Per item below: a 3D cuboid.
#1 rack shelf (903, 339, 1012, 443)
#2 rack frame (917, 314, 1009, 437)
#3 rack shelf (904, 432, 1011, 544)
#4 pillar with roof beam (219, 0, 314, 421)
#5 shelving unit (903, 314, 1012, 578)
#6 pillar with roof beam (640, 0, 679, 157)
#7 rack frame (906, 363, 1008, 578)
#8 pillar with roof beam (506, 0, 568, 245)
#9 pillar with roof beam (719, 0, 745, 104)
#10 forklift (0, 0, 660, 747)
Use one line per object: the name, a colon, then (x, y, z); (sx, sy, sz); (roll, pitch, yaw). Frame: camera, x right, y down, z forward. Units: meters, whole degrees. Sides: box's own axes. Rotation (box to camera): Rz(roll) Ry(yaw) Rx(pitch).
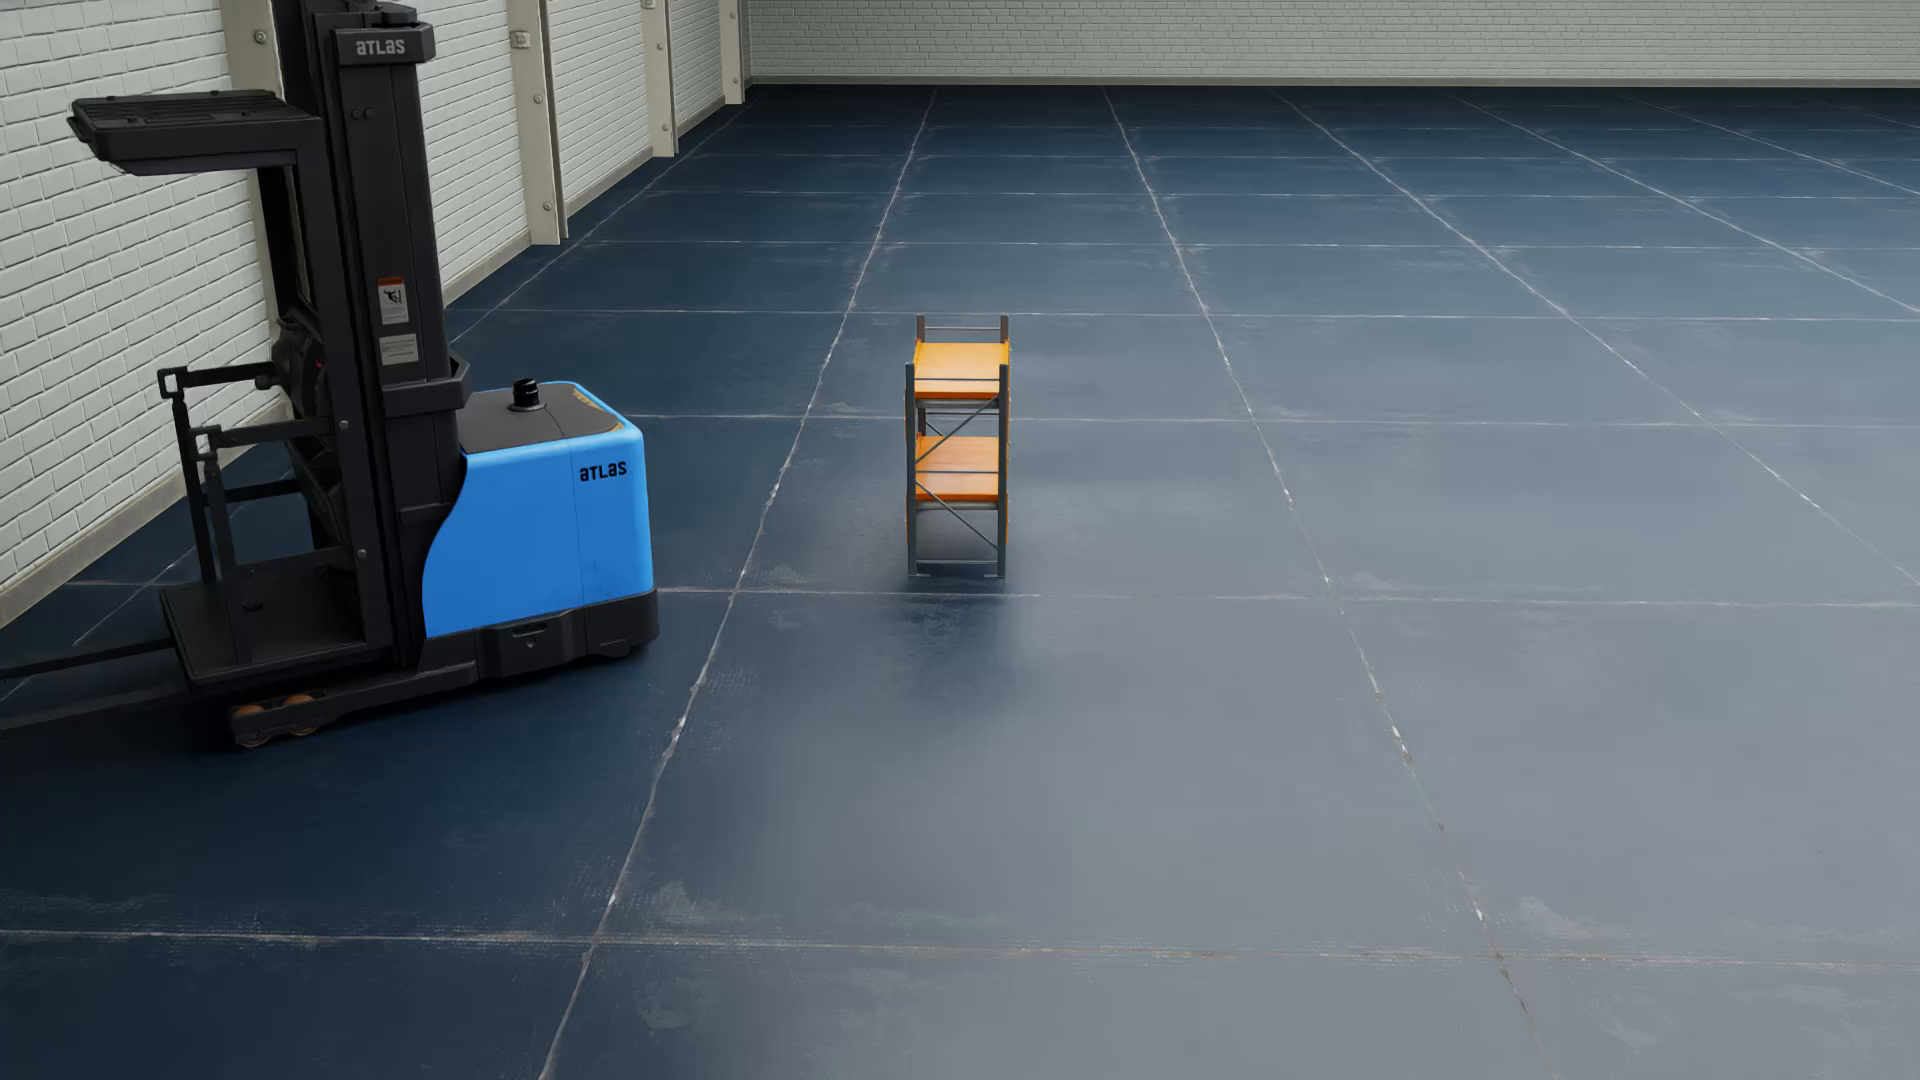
rack shelf: (0.000, -0.795, 8.713); (0.538, 0.278, 1.000); (1, 21, 2)
rack frame: (0.015, -0.706, 9.293); (0.500, 1.125, 0.032); (1, 21, 2)
rack shelf: (0.000, -0.294, 8.908); (0.538, 0.278, 1.000); (1, 21, 2)
pillar with roof beam: (-0.048, -5.009, 9.499); (9.100, 9.000, 0.400); (1, 21, 2)
shelving unit: (0.000, -0.522, 8.819); (0.538, 1.125, 1.048); (1, 21, 2)
pillar with roof beam: (0.317, -9.348, 20.682); (9.100, 9.000, 0.400); (1, 21, 2)
rack frame: (-0.016, -0.338, 8.345); (0.500, 1.125, 0.032); (1, 21, 2)
pillar with roof beam: (0.135, -7.179, 15.090); (9.100, 9.000, 0.400); (1, 21, 2)
pillar with roof beam: (0.500, -11.518, 26.273); (9.100, 9.000, 0.400); (1, 21, 2)
forklift: (-2.923, -0.734, 6.869); (3.031, 2.935, 1.130); (-12, 24, -28)
